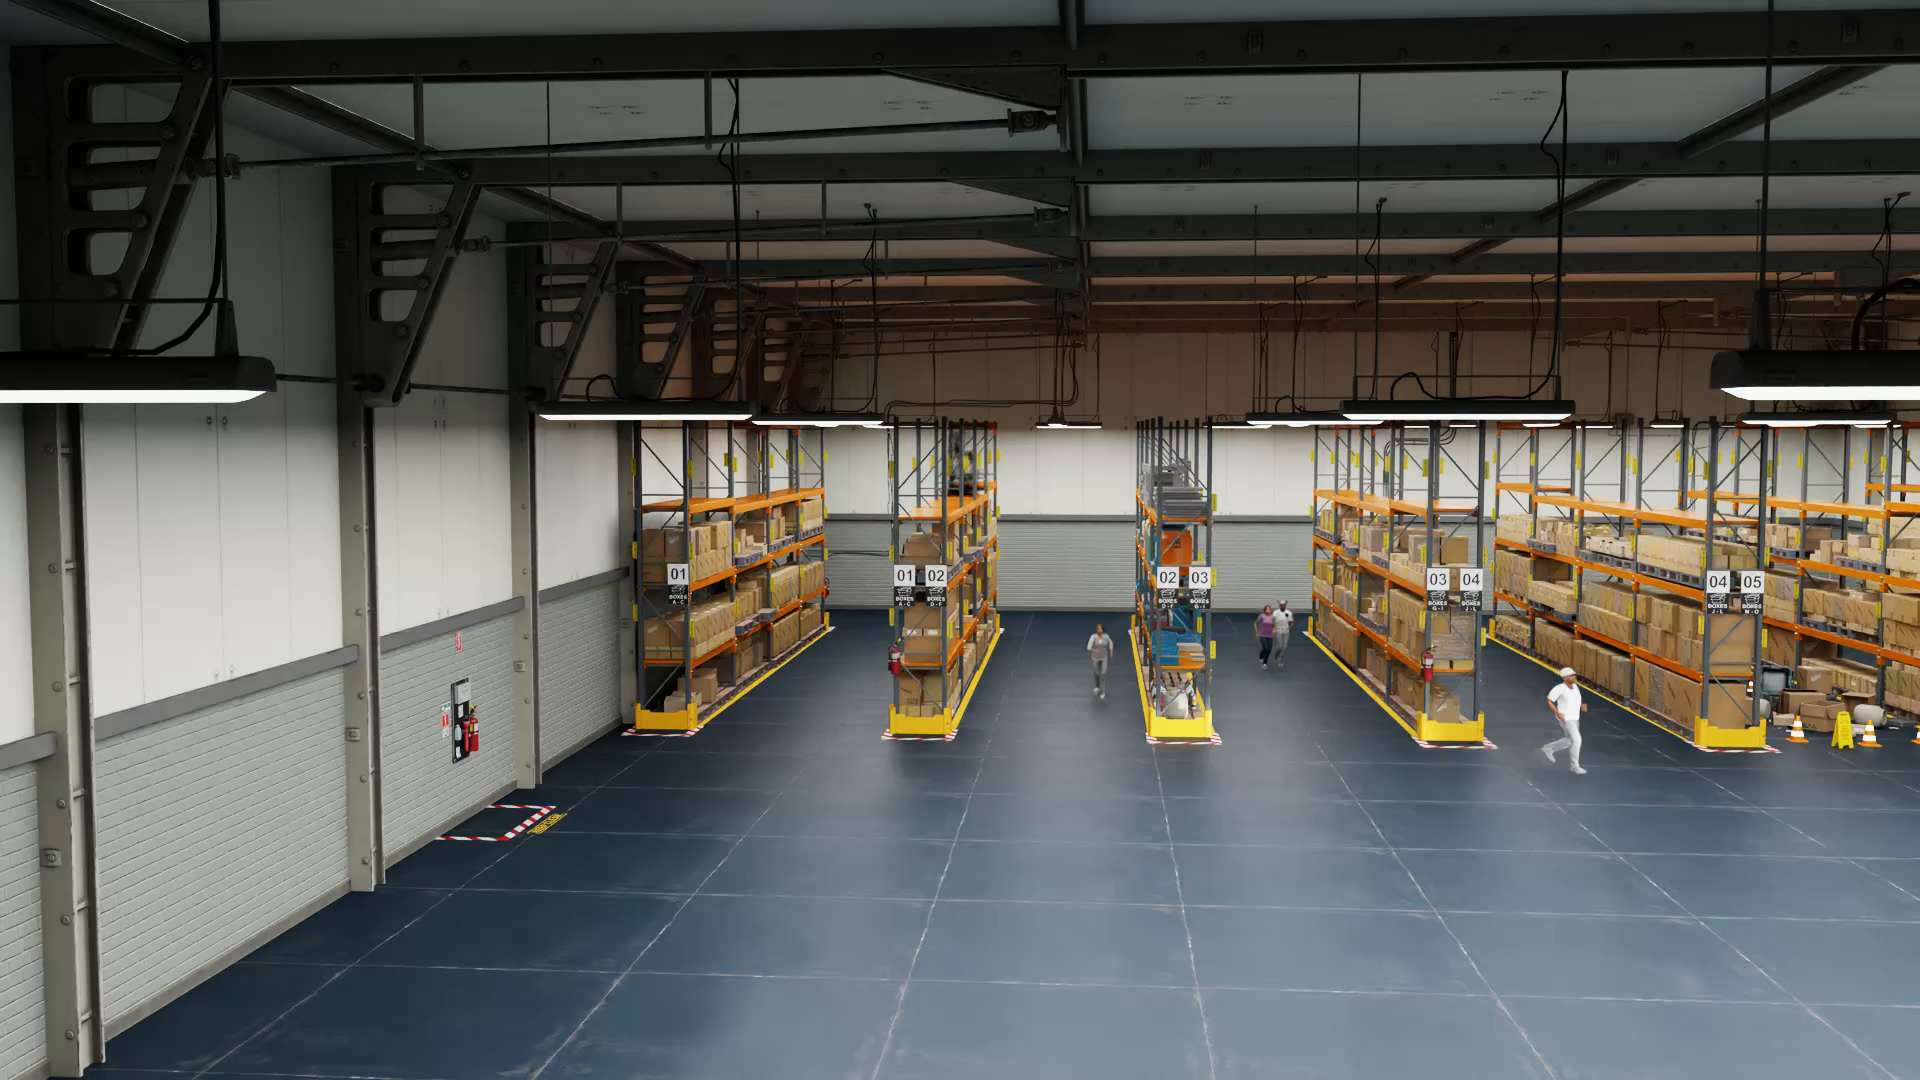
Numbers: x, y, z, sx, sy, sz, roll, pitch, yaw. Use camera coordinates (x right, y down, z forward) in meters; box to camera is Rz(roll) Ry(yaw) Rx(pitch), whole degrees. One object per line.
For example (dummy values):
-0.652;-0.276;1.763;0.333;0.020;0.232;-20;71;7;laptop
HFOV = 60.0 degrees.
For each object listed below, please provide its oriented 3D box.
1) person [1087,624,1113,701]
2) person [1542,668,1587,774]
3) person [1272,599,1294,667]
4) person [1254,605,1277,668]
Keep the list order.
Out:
2.999;2.595;35.623;0.557;1.634;0.758;0;4;3;person
10.226;3.021;28.060;0.690;1.763;0.823;-3;5;-42;person
7.826;2.256;40.323;0.561;1.668;0.558;0;4;3;person
7.366;2.331;39.971;0.515;1.554;0.627;-1;4;-8;person
